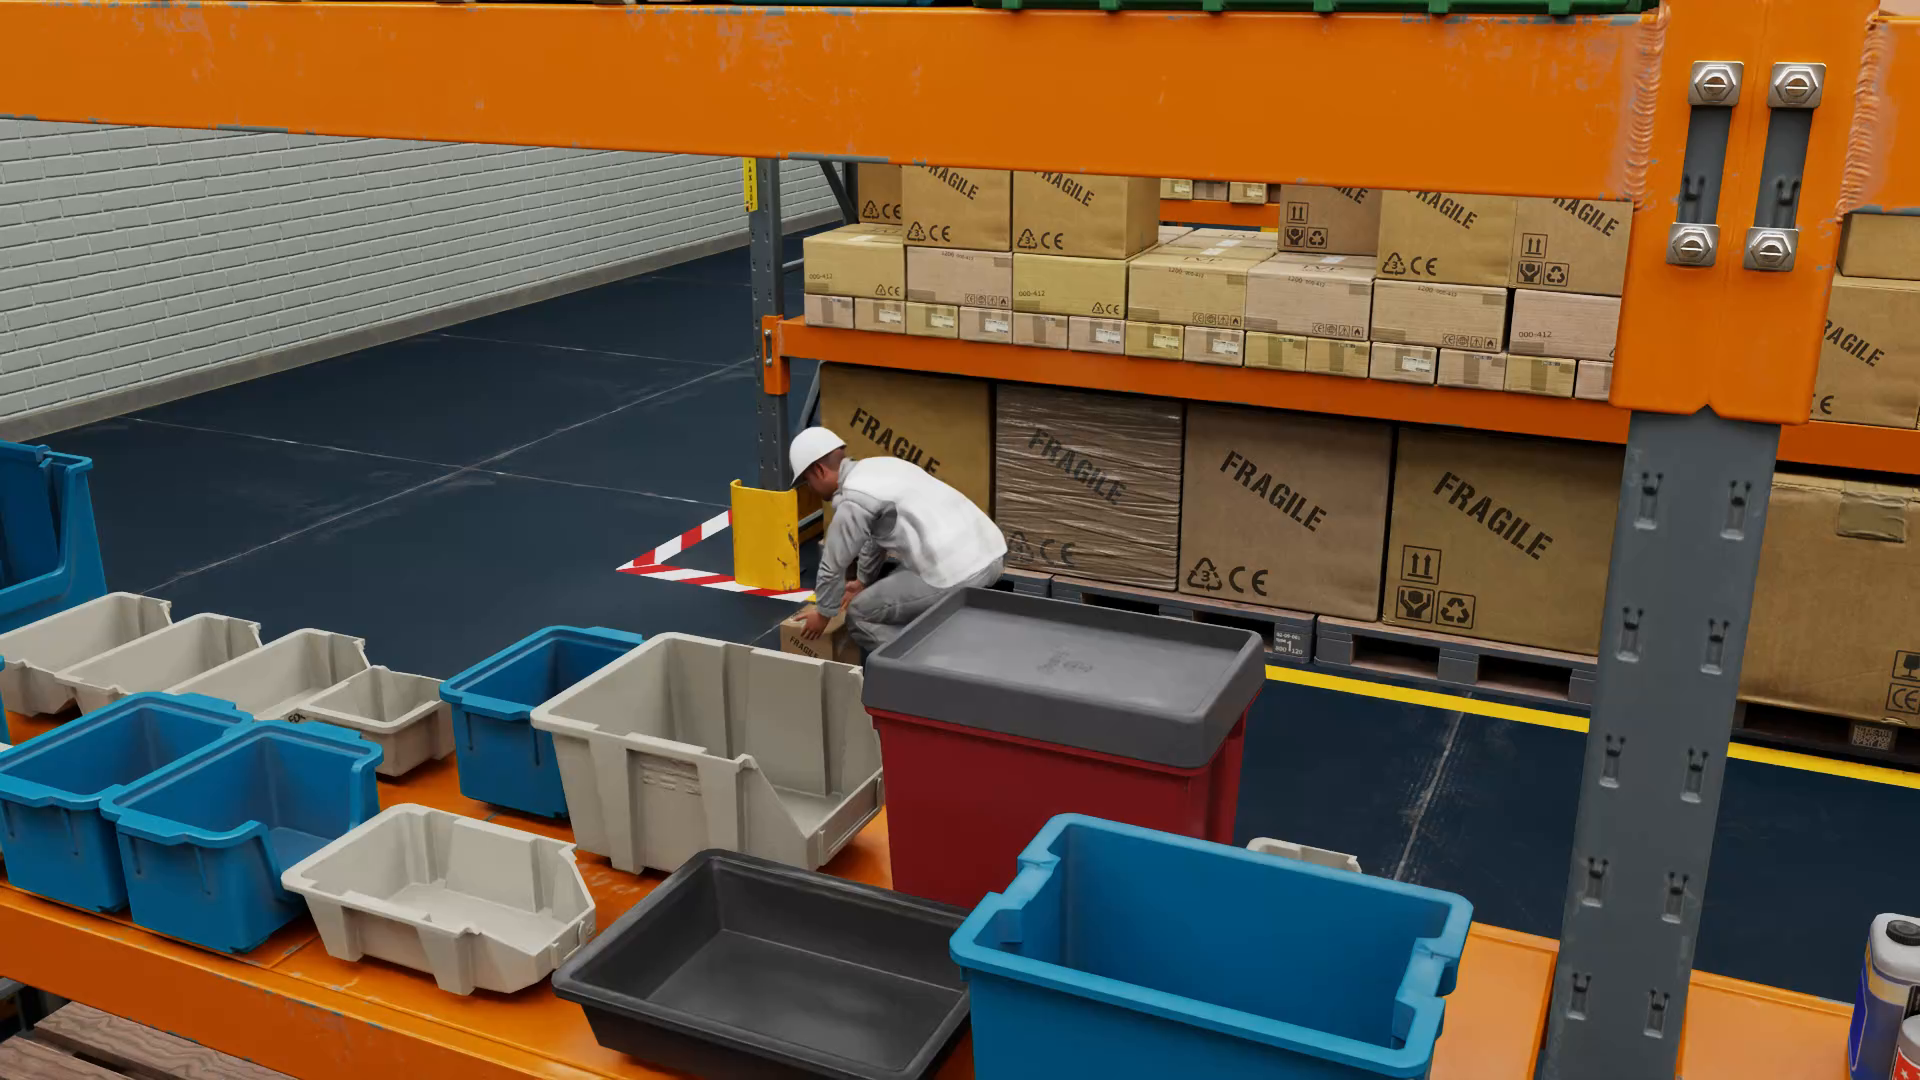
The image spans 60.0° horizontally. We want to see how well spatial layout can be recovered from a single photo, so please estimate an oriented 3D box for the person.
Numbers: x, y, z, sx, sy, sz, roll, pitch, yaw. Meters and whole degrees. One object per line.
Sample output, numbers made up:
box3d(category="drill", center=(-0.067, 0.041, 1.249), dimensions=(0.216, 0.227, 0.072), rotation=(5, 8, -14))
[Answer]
box3d(category="person", center=(-0.279, 0.137, 6.784), dimensions=(0.897, 1.026, 0.551), rotation=(8, 21, 23))
